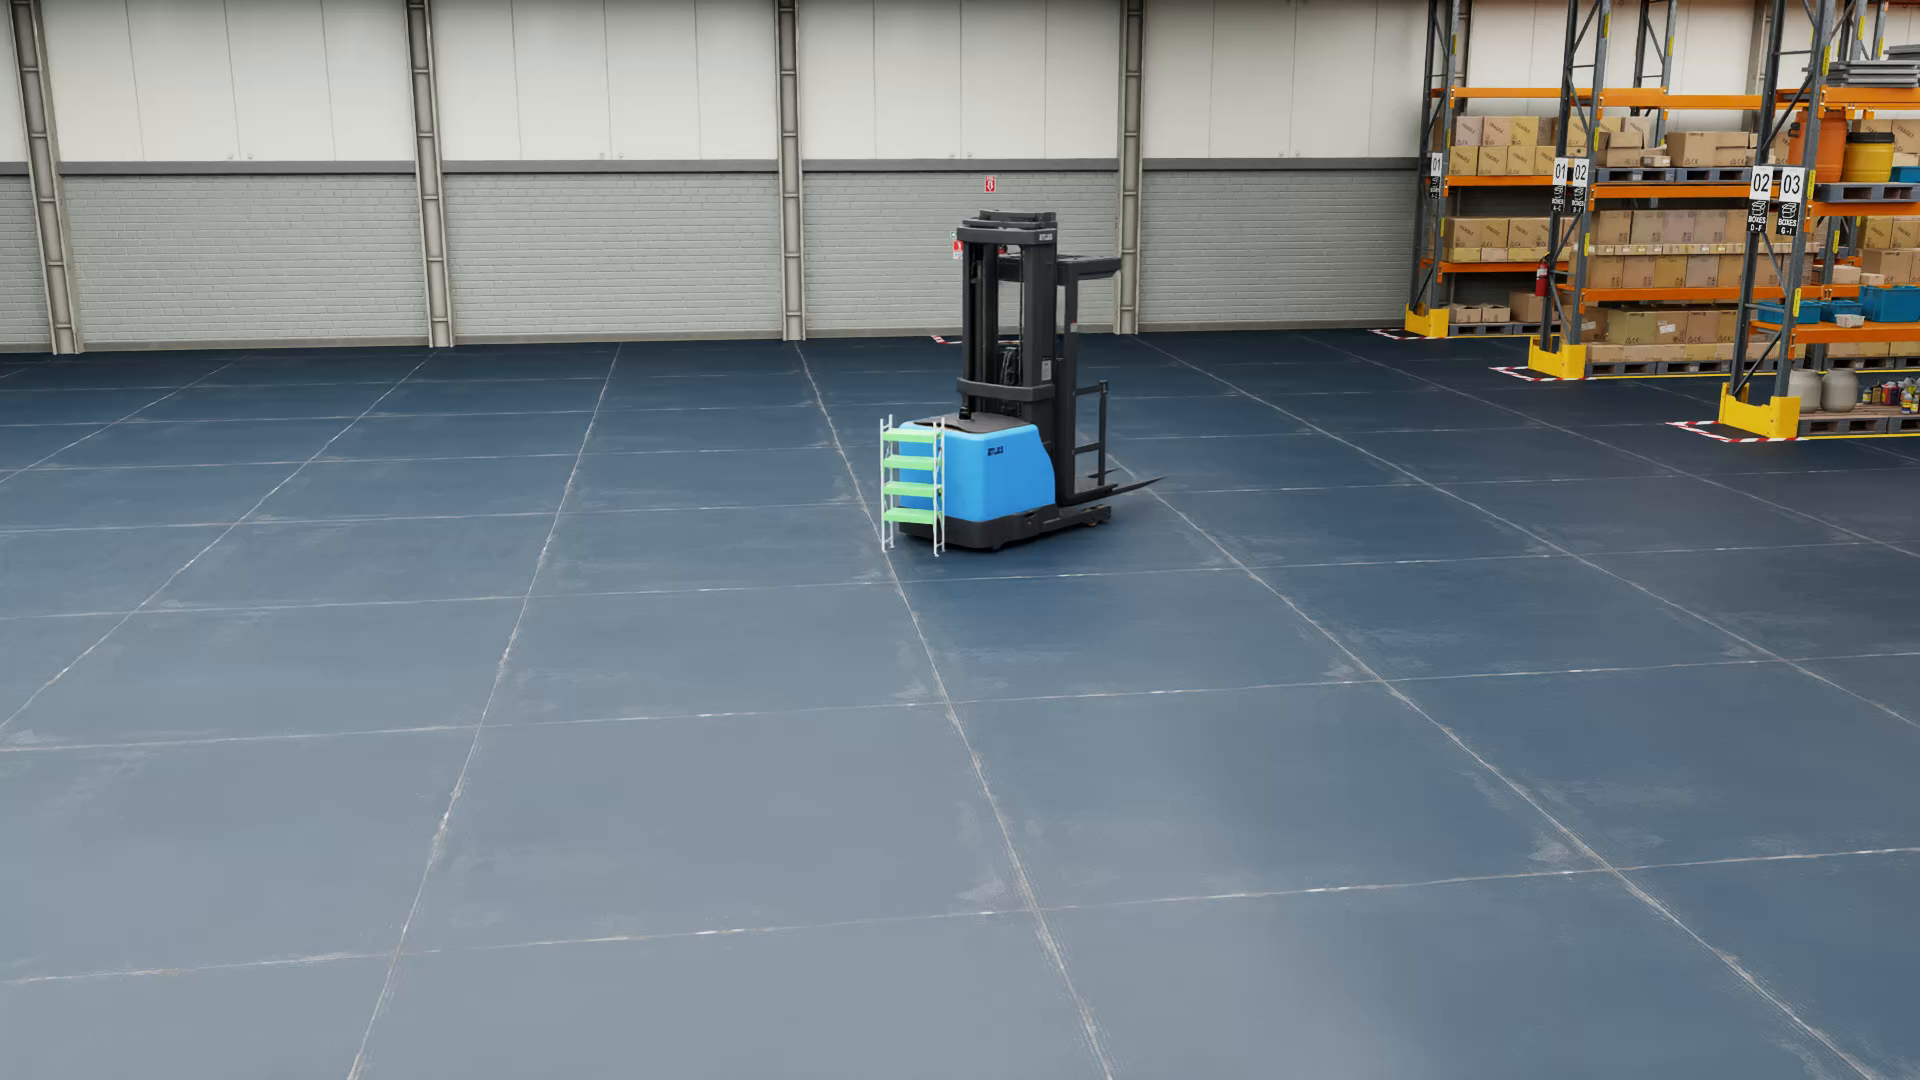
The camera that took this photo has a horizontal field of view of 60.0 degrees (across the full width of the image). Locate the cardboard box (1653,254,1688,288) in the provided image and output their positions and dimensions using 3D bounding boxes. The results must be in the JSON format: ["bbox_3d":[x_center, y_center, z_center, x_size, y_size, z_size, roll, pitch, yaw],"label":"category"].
[{"bbox_3d":[10.590,-4.108,25.228,0.500,0.500,0.700,-2,14,-8],"label":"cardboard box"}]

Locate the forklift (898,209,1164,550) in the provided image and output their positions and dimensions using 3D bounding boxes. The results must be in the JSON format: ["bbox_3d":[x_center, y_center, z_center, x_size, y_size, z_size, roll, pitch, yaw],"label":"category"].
[{"bbox_3d":[0.800,-1.625,15.674,1.130,2.935,3.031,13,19,41],"label":"forklift"}]

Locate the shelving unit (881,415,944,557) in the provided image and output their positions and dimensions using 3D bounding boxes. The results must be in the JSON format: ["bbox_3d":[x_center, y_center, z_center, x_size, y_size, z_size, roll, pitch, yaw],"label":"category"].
[{"bbox_3d":[-0.415,-0.478,14.661,0.503,1.200,0.258,5,15,17],"label":"shelving unit"}]

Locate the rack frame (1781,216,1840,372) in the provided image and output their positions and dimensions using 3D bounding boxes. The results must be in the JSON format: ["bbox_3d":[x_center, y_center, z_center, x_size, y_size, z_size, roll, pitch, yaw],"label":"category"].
[{"bbox_3d":[13.072,-4.153,25.617,0.127,3.000,1.000,-2,14,-8],"label":"rack frame"}]

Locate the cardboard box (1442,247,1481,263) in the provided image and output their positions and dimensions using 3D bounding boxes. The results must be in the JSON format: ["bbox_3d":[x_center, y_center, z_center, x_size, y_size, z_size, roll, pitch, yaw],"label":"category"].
[{"bbox_3d":[8.904,-5.078,29.571,0.500,0.250,0.500,-3,14,-10],"label":"cardboard box"}]

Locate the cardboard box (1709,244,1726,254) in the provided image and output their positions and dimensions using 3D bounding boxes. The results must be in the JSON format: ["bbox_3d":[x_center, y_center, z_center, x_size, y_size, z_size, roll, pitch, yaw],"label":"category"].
[{"bbox_3d":[11.317,-4.399,25.058,0.250,0.149,0.380,-2,14,-6],"label":"cardboard box"}]

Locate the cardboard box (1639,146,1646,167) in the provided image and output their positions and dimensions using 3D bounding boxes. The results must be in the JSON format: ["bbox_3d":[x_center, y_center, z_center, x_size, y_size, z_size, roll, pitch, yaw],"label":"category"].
[{"bbox_3d":[11.865,-6.780,29.678,0.500,0.500,0.500,-2,14,-7],"label":"cardboard box"}]

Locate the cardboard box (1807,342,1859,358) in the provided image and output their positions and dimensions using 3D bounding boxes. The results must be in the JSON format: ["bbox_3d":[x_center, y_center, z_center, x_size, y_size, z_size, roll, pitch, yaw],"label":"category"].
[{"bbox_3d":[13.507,-2.978,25.721,0.500,0.250,0.500,-2,14,-10],"label":"cardboard box"}]

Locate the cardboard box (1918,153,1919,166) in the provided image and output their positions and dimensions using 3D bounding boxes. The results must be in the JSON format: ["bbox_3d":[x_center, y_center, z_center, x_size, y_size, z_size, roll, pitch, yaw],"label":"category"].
[{"bbox_3d":[14.971,-5.794,25.437,0.500,0.250,0.500,-3,14,-13],"label":"cardboard box"}]

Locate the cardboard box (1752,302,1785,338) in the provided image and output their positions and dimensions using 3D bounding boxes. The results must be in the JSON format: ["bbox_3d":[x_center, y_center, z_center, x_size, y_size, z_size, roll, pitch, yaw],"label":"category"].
[{"bbox_3d":[12.566,-3.446,26.042,0.500,0.500,0.500,-2,14,-8],"label":"cardboard box"}]

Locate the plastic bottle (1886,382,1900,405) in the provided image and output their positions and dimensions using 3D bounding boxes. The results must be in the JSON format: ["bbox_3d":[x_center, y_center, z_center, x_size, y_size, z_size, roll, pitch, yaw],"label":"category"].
[{"bbox_3d":[11.871,-1.862,21.158,0.133,0.283,0.061,-2,14,-8],"label":"plastic bottle"}]

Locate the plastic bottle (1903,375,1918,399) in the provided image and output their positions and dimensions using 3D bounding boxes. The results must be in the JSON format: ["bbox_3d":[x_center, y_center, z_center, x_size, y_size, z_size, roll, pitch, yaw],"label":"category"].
[{"bbox_3d":[12.155,-1.932,21.300,0.185,0.351,0.144,-2,14,-6],"label":"plastic bottle"}]

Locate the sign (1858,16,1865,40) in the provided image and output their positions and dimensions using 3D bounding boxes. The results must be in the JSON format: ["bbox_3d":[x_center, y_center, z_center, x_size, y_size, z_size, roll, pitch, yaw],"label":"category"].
[{"bbox_3d":[13.130,-7.459,24.218,0.005,0.325,0.100,-2,14,-8],"label":"sign"}]

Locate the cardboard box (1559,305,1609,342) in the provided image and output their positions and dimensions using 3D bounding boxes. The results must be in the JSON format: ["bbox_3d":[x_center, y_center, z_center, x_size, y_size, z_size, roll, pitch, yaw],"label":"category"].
[{"bbox_3d":[9.602,-3.333,25.594,0.500,0.500,0.500,-2,14,-8],"label":"cardboard box"}]

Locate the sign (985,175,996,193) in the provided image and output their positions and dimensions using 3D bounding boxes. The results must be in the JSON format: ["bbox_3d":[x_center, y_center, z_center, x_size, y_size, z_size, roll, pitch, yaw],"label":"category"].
[{"bbox_3d":[0.533,-6.284,29.345,0.199,0.298,0.001,-2,14,-8],"label":"sign"}]

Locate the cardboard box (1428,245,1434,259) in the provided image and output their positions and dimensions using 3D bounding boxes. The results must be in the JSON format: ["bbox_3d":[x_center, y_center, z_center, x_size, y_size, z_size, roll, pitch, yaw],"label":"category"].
[{"bbox_3d":[8.808,-5.200,30.059,0.500,0.250,0.500,-2,14,-7],"label":"cardboard box"}]

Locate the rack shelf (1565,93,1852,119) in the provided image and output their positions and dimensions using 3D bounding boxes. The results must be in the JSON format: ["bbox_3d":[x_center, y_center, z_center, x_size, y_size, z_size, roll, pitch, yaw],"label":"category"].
[{"bbox_3d":[11.094,-6.448,24.734,4.000,0.370,1.077,-2,14,-8],"label":"rack shelf"}]

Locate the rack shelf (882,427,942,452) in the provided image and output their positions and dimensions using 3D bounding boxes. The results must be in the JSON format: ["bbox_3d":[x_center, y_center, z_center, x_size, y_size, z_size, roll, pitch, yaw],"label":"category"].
[{"bbox_3d":[-0.415,-0.882,14.560,0.480,0.148,0.258,5,15,17],"label":"rack shelf"}]

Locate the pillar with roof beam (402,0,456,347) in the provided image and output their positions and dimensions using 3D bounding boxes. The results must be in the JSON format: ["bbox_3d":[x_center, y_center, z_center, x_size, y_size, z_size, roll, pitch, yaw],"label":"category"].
[{"bbox_3d":[-8.220,-6.655,23.260,0.400,9.000,9.100,-2,14,-8],"label":"pillar with roof beam"}]

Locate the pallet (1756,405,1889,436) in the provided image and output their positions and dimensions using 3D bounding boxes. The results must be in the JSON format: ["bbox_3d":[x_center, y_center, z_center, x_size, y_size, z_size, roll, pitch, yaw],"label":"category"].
[{"bbox_3d":[10.723,-1.506,20.795,1.213,0.211,1.003,-2,14,-8],"label":"pallet"}]

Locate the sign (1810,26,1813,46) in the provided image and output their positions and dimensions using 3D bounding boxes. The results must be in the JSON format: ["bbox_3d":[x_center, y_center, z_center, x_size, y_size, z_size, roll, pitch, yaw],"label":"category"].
[{"bbox_3d":[12.979,-7.685,25.282,0.005,0.325,0.100,-2,14,-8],"label":"sign"}]

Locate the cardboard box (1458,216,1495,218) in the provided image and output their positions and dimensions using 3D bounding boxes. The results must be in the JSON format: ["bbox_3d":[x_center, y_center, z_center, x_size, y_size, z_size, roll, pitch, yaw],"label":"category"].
[{"bbox_3d":[9.308,-5.585,30.049,0.500,0.500,0.500,-2,14,-8],"label":"cardboard box"}]

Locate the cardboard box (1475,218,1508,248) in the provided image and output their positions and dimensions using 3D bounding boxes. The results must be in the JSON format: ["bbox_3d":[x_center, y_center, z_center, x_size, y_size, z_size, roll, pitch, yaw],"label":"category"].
[{"bbox_3d":[9.382,-5.461,29.557,0.500,0.500,0.500,-2,14,-8],"label":"cardboard box"}]

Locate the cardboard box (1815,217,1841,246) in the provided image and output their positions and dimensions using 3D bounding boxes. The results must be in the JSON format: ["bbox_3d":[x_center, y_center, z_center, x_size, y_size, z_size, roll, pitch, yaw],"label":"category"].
[{"bbox_3d":[15.822,-5.732,30.802,0.500,0.500,0.700,-4,15,-15],"label":"cardboard box"}]

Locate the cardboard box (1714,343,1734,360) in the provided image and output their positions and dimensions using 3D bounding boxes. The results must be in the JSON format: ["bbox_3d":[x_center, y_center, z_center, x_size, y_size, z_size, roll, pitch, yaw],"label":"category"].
[{"bbox_3d":[11.658,-2.917,25.474,0.500,0.250,0.500,-2,14,-8],"label":"cardboard box"}]

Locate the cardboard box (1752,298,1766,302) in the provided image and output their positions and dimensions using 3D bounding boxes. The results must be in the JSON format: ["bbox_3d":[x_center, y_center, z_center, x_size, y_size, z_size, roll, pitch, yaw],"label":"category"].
[{"bbox_3d":[14.567,-4.437,30.980,0.500,0.500,0.700,-2,14,-9],"label":"cardboard box"}]

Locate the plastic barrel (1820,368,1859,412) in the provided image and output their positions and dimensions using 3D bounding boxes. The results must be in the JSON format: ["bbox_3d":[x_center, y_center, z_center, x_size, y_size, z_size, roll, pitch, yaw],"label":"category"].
[{"bbox_3d":[10.986,-1.874,20.780,0.421,0.512,0.421,0,14,0],"label":"plastic barrel"}]

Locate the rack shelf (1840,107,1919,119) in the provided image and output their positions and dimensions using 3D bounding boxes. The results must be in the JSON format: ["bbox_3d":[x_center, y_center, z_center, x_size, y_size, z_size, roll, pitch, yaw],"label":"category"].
[{"bbox_3d":[18.263,-7.929,30.641,4.000,0.370,1.077,-2,14,-8],"label":"rack shelf"}]

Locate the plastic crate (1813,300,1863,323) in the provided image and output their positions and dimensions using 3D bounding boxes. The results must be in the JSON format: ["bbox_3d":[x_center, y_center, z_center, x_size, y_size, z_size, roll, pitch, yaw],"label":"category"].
[{"bbox_3d":[10.944,-2.857,20.753,0.408,0.251,0.499,-2,14,-8],"label":"plastic crate"}]

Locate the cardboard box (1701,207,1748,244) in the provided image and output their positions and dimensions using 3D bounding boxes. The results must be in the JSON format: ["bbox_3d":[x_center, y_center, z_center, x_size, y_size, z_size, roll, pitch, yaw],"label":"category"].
[{"bbox_3d":[11.639,-4.777,25.231,0.500,0.500,0.700,-2,14,-8],"label":"cardboard box"}]

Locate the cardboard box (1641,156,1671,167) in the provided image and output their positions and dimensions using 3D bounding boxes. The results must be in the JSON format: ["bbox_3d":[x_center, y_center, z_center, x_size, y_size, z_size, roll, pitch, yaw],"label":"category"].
[{"bbox_3d":[10.306,-5.613,24.637,0.250,0.149,0.380,-2,14,-8],"label":"cardboard box"}]

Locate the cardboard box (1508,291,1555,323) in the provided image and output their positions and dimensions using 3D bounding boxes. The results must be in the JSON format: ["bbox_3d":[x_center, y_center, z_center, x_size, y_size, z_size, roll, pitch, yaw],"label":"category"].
[{"bbox_3d":[10.369,-4.239,30.194,0.500,0.500,0.700,-3,14,-12],"label":"cardboard box"}]

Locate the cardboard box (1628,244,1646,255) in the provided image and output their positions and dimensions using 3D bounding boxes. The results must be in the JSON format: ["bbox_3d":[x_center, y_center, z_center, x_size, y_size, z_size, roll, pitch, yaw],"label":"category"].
[{"bbox_3d":[10.044,-4.353,24.873,0.250,0.149,0.380,-2,14,-8],"label":"cardboard box"}]

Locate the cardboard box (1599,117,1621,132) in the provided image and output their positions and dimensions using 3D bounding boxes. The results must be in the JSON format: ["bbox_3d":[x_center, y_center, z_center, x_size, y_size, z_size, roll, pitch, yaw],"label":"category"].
[{"bbox_3d":[11.332,-7.237,29.444,0.500,0.500,0.500,-1,14,-5],"label":"cardboard box"}]

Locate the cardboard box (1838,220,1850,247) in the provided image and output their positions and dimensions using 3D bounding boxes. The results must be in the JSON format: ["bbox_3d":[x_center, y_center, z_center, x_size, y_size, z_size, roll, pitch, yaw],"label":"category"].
[{"bbox_3d":[16.713,-5.773,31.216,0.500,0.500,0.500,-2,14,-8],"label":"cardboard box"}]

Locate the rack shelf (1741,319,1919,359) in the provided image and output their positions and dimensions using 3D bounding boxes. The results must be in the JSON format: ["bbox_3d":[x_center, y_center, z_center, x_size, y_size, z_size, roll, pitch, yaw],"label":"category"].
[{"bbox_3d":[11.828,-2.540,20.664,4.000,0.370,1.077,-2,14,-8],"label":"rack shelf"}]

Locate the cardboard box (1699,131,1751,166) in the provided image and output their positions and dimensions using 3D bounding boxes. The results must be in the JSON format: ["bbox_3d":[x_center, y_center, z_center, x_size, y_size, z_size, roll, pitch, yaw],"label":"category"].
[{"bbox_3d":[11.424,-5.901,25.054,0.637,0.503,0.797,-1,14,-2],"label":"cardboard box"}]

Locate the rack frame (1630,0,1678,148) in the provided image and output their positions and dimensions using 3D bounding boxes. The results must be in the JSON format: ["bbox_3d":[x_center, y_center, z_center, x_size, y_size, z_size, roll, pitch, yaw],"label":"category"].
[{"bbox_3d":[12.330,-8.255,29.638,0.127,3.000,1.000,-2,14,-8],"label":"rack frame"}]

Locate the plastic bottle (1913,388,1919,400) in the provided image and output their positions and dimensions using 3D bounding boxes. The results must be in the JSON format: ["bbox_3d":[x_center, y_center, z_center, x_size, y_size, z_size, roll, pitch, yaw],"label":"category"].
[{"bbox_3d":[12.216,-1.832,21.208,0.097,0.201,0.097,0,14,0],"label":"plastic bottle"}]

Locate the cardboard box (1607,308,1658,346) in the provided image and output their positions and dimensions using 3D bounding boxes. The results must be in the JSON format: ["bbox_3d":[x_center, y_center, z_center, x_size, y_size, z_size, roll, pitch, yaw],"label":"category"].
[{"bbox_3d":[10.174,-3.227,25.169,0.500,0.500,0.500,-2,14,-8],"label":"cardboard box"}]

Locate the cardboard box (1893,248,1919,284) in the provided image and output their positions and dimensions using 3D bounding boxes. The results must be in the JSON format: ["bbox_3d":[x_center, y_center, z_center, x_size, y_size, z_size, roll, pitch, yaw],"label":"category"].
[{"bbox_3d":[14.850,-4.263,25.848,0.500,0.500,0.500,-2,14,-8],"label":"cardboard box"}]

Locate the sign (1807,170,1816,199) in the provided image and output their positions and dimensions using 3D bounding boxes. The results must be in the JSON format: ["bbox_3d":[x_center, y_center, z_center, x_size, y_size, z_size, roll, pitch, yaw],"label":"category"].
[{"bbox_3d":[9.928,-4.144,19.393,0.005,0.325,0.100,-2,14,-8],"label":"sign"}]

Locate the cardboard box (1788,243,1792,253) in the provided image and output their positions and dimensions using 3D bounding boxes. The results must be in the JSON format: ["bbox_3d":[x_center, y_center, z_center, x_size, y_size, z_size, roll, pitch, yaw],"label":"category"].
[{"bbox_3d":[12.590,-4.447,25.247,0.250,0.149,0.380,-2,14,-9],"label":"cardboard box"}]

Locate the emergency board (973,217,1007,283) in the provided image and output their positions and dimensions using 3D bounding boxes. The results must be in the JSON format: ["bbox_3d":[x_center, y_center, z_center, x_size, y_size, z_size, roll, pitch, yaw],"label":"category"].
[{"bbox_3d":[0.556,-5.135,29.533,0.643,1.169,0.194,-2,14,-8],"label":"emergency board"}]

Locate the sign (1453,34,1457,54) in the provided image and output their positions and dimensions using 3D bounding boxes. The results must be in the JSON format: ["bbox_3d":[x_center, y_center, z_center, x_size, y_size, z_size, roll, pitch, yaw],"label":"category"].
[{"bbox_3d":[8.455,-8.471,28.416,0.005,0.325,0.100,-2,14,-8],"label":"sign"}]

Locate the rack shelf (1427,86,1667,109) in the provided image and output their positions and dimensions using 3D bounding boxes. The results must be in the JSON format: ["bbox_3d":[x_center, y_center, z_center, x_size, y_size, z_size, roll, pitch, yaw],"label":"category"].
[{"bbox_3d":[10.352,-7.832,29.437,4.000,0.370,1.077,-2,14,-8],"label":"rack shelf"}]

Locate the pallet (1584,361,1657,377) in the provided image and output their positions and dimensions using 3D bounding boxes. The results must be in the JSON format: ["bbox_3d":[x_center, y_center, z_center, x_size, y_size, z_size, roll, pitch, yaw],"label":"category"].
[{"bbox_3d":[9.866,-2.694,25.529,1.213,0.211,1.003,-2,14,-8],"label":"pallet"}]

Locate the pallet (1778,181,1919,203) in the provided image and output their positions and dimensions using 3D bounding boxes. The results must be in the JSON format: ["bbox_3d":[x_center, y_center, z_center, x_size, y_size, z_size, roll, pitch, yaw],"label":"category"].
[{"bbox_3d":[10.683,-4.187,19.971,1.213,0.211,1.003,-2,14,-8],"label":"pallet"}]

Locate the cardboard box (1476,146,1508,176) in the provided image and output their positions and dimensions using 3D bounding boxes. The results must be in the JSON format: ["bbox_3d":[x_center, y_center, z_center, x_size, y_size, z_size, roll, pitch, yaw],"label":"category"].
[{"bbox_3d":[9.279,-6.676,29.262,0.500,0.500,0.500,-1,14,-5],"label":"cardboard box"}]

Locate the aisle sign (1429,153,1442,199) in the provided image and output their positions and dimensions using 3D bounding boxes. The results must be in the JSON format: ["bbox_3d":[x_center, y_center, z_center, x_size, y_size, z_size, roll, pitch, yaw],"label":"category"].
[{"bbox_3d":[8.348,-6.386,29.175,0.004,0.787,0.394,-2,14,-8],"label":"aisle sign"}]

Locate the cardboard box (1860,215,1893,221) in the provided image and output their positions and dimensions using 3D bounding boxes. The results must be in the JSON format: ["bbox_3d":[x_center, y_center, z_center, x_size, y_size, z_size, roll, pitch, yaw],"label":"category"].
[{"bbox_3d":[16.801,-6.011,30.626,0.500,0.250,0.500,-2,14,-7],"label":"cardboard box"}]

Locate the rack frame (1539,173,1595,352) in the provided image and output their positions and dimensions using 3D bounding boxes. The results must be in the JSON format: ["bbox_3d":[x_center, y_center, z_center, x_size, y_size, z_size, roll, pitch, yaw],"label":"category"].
[{"bbox_3d":[9.116,-4.008,25.039,0.127,3.000,1.000,-2,14,-8],"label":"rack frame"}]
